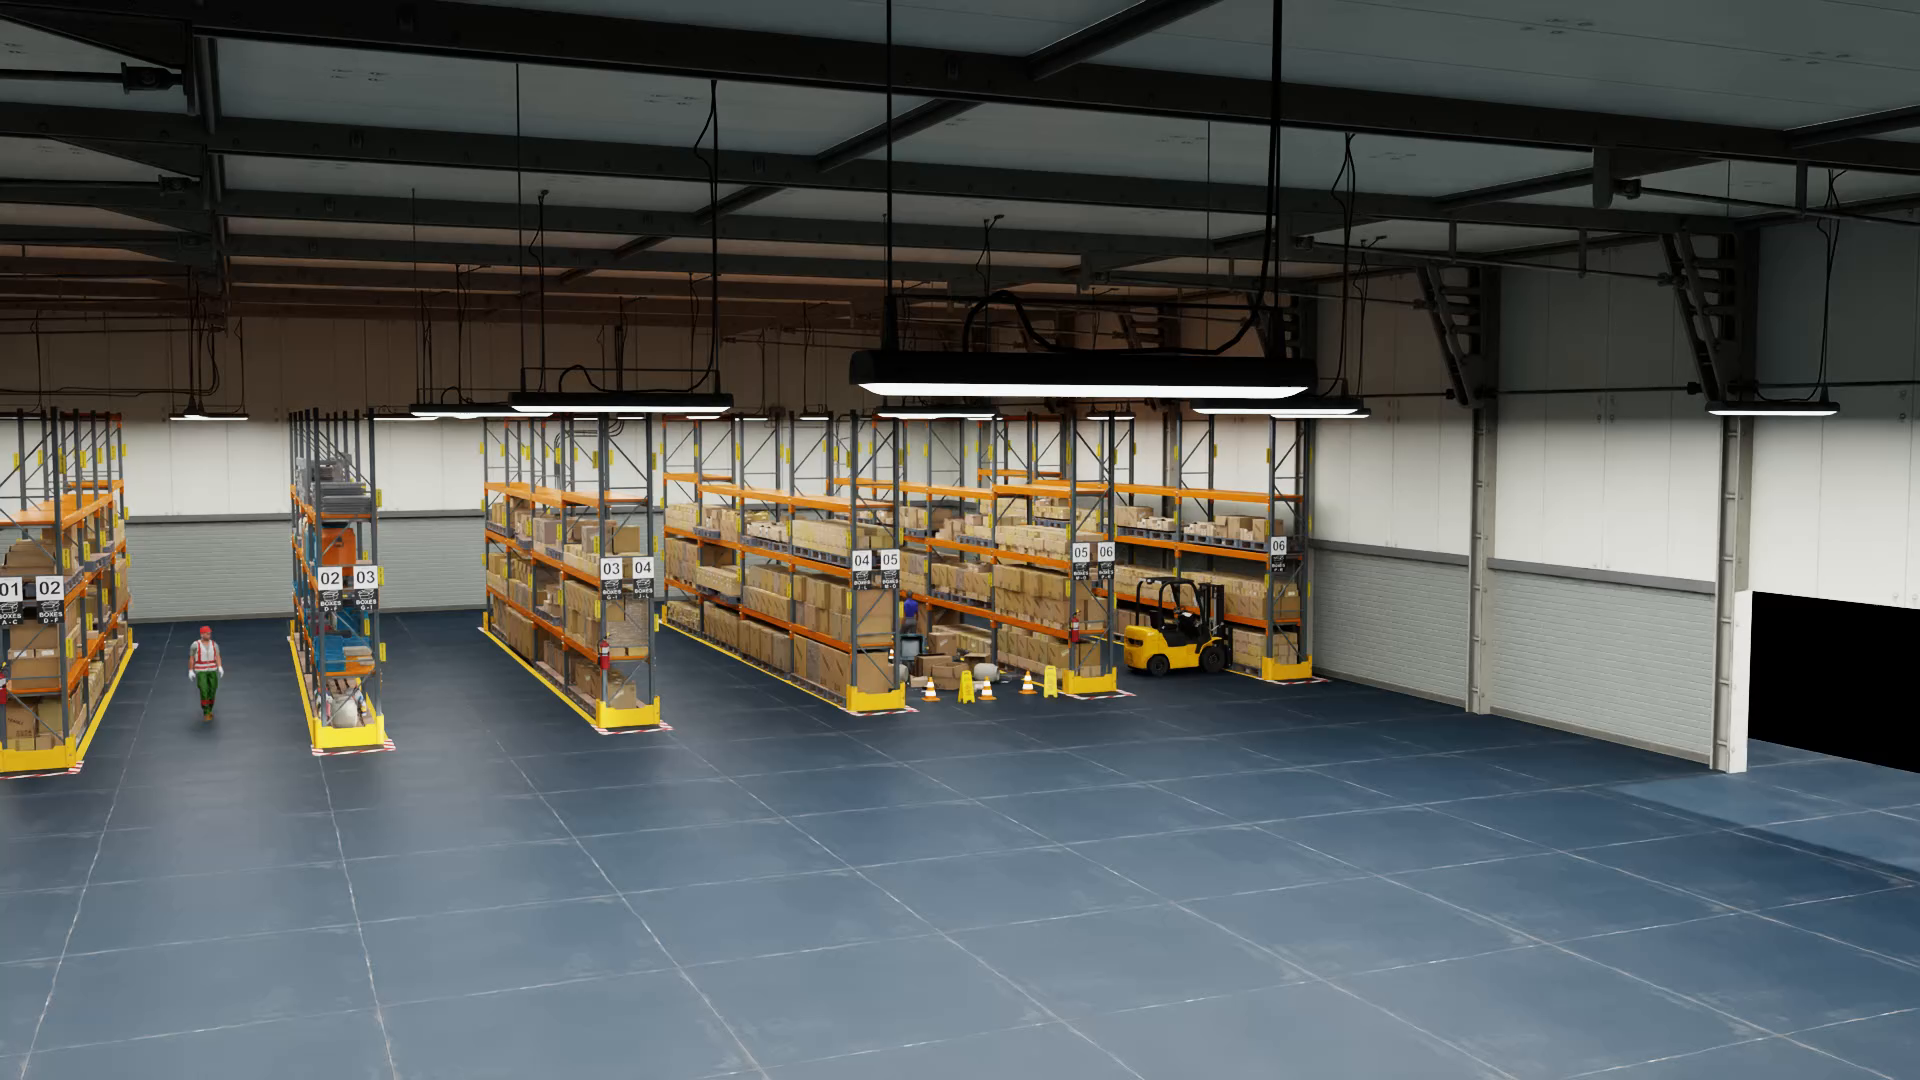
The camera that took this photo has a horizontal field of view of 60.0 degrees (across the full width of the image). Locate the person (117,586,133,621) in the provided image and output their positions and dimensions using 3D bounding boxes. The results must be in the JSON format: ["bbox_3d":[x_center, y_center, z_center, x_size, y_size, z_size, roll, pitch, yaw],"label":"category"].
[{"bbox_3d":[-22.862,1.727,45.298,1.067,1.586,0.520,3,5,38],"label":"person"}]

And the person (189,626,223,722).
[{"bbox_3d":[-14.570,2.590,32.248,0.694,1.813,0.568,4,5,43],"label":"person"}]

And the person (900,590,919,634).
[{"bbox_3d":[-1.236,2.075,40.536,0.514,1.663,0.446,-2,5,-30],"label":"person"}]
